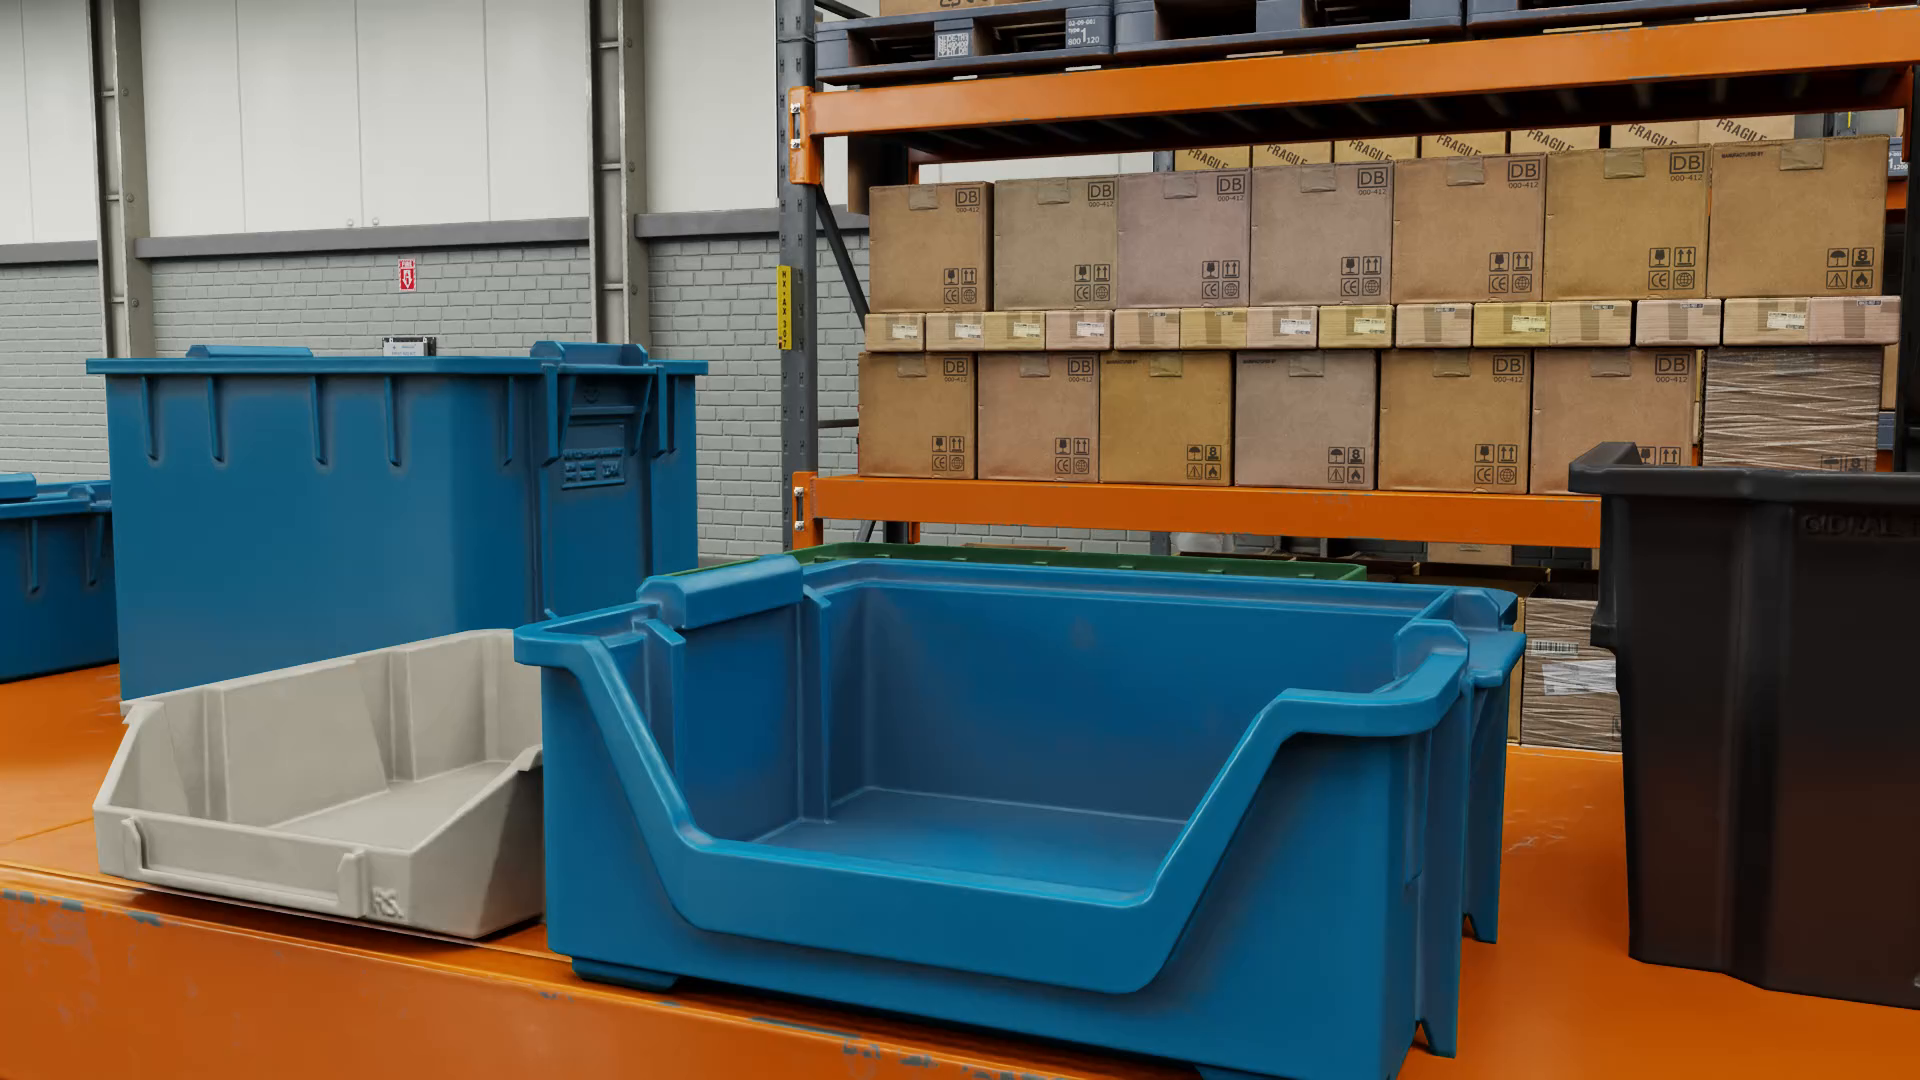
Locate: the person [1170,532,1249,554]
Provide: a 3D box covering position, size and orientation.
[{"bbox_3d":[1.482,-0.109,9.912,0.475,1.710,0.554,3,6,25],"label":"person"}]
